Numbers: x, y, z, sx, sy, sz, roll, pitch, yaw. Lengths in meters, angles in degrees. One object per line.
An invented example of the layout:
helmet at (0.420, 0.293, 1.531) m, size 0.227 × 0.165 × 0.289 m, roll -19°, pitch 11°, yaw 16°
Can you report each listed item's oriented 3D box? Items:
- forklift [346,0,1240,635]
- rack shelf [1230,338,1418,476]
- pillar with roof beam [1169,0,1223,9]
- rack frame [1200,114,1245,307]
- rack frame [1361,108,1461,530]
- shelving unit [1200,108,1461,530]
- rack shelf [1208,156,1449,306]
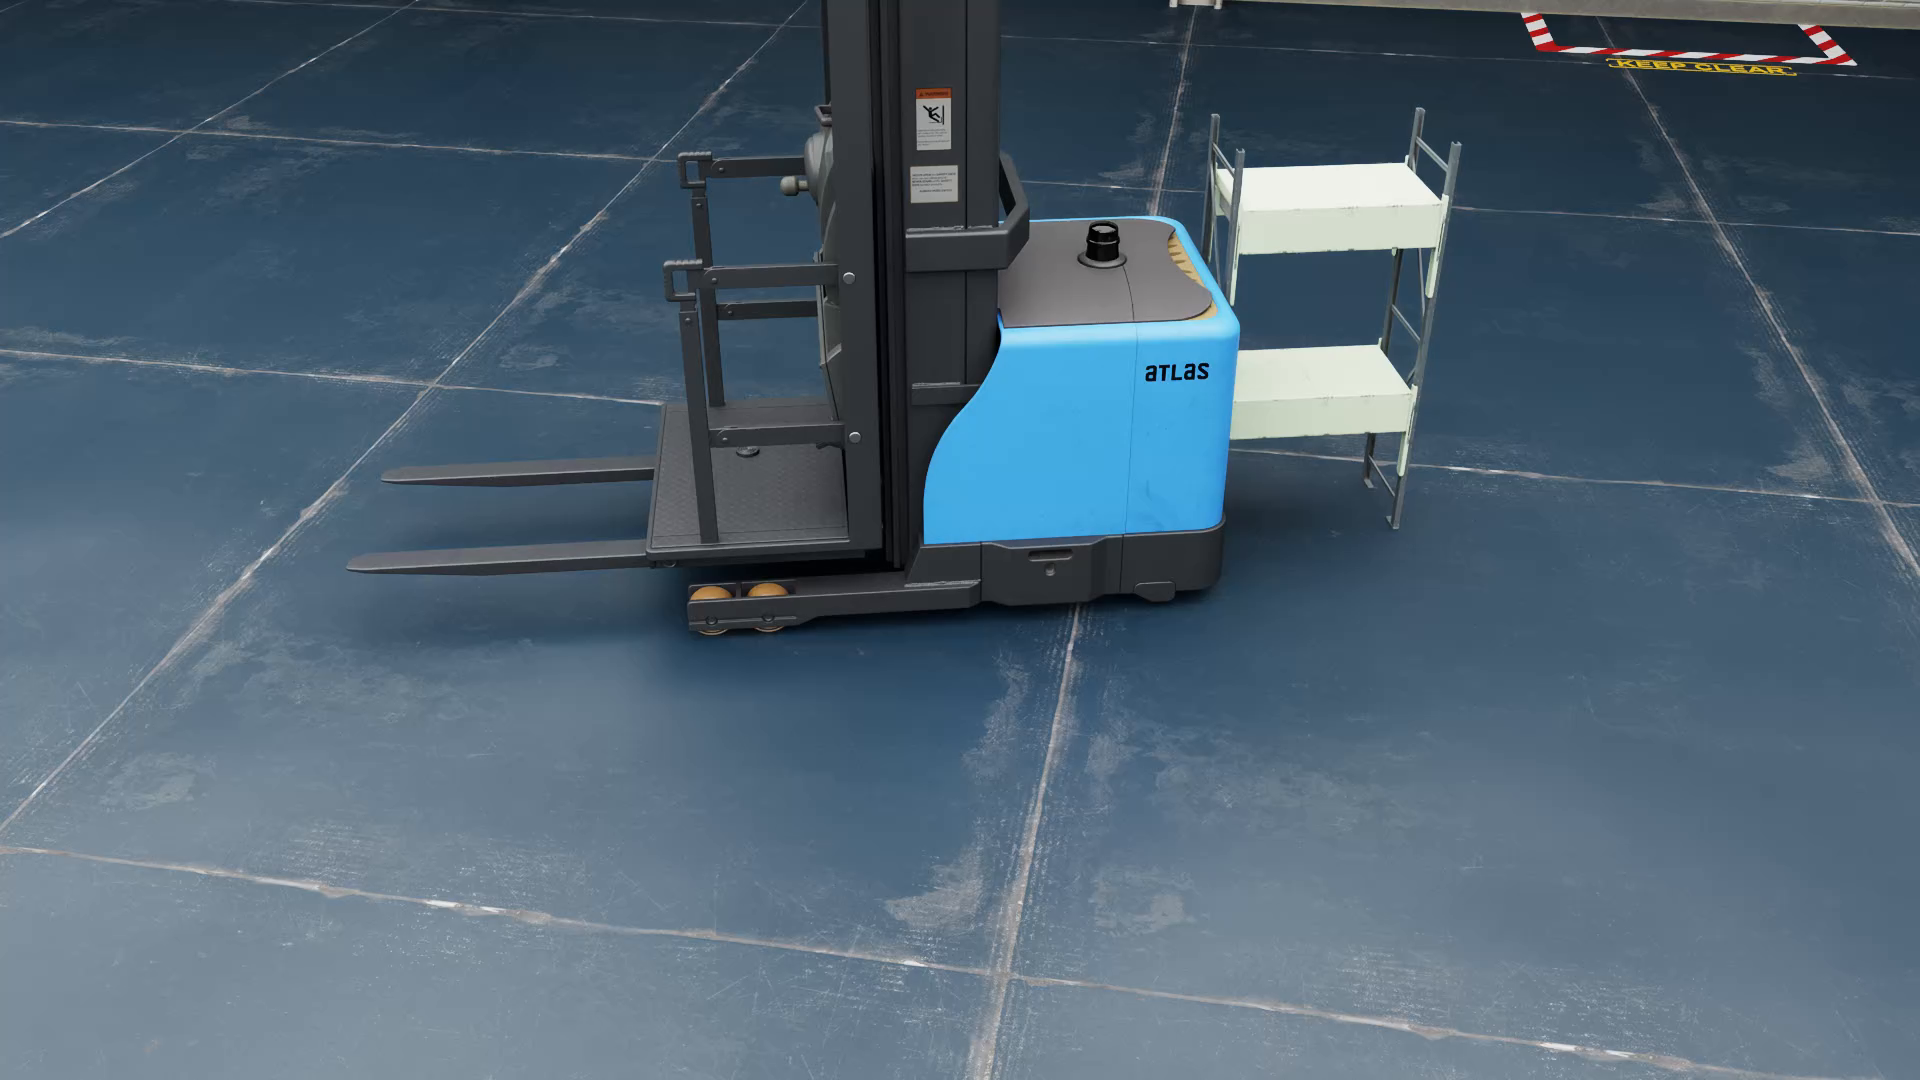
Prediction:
forklift at (-0.623, -1.210, 5.420) m, size 3.031 × 2.935 × 1.130 m, roll -3°, pitch 32°, yaw -5°
rack shelf at (1.270, -0.485, 6.225) m, size 0.720 × 0.370 × 0.431 m, roll -3°, pitch 32°, yaw -5°
pillar with roof beam at (1.112, -5.736, 6.932) m, size 0.400 × 9.000 × 9.100 m, roll 5°, pitch 32°, yaw 8°
rack frame at (0.906, -0.742, 6.022) m, size 0.023 × 1.500 × 0.400 m, roll -3°, pitch 32°, yaw -5°
rack frame at (1.634, -0.780, 6.083) m, size 0.023 × 1.500 × 0.400 m, roll -3°, pitch 32°, yaw -5°
shelving unit at (1.270, -0.761, 6.052) m, size 0.755 × 1.500 × 0.431 m, roll -3°, pitch 32°, yaw -5°
rack shelf at (1.270, -1.092, 5.845) m, size 0.720 × 0.370 × 0.431 m, roll -3°, pitch 32°, yaw -5°
